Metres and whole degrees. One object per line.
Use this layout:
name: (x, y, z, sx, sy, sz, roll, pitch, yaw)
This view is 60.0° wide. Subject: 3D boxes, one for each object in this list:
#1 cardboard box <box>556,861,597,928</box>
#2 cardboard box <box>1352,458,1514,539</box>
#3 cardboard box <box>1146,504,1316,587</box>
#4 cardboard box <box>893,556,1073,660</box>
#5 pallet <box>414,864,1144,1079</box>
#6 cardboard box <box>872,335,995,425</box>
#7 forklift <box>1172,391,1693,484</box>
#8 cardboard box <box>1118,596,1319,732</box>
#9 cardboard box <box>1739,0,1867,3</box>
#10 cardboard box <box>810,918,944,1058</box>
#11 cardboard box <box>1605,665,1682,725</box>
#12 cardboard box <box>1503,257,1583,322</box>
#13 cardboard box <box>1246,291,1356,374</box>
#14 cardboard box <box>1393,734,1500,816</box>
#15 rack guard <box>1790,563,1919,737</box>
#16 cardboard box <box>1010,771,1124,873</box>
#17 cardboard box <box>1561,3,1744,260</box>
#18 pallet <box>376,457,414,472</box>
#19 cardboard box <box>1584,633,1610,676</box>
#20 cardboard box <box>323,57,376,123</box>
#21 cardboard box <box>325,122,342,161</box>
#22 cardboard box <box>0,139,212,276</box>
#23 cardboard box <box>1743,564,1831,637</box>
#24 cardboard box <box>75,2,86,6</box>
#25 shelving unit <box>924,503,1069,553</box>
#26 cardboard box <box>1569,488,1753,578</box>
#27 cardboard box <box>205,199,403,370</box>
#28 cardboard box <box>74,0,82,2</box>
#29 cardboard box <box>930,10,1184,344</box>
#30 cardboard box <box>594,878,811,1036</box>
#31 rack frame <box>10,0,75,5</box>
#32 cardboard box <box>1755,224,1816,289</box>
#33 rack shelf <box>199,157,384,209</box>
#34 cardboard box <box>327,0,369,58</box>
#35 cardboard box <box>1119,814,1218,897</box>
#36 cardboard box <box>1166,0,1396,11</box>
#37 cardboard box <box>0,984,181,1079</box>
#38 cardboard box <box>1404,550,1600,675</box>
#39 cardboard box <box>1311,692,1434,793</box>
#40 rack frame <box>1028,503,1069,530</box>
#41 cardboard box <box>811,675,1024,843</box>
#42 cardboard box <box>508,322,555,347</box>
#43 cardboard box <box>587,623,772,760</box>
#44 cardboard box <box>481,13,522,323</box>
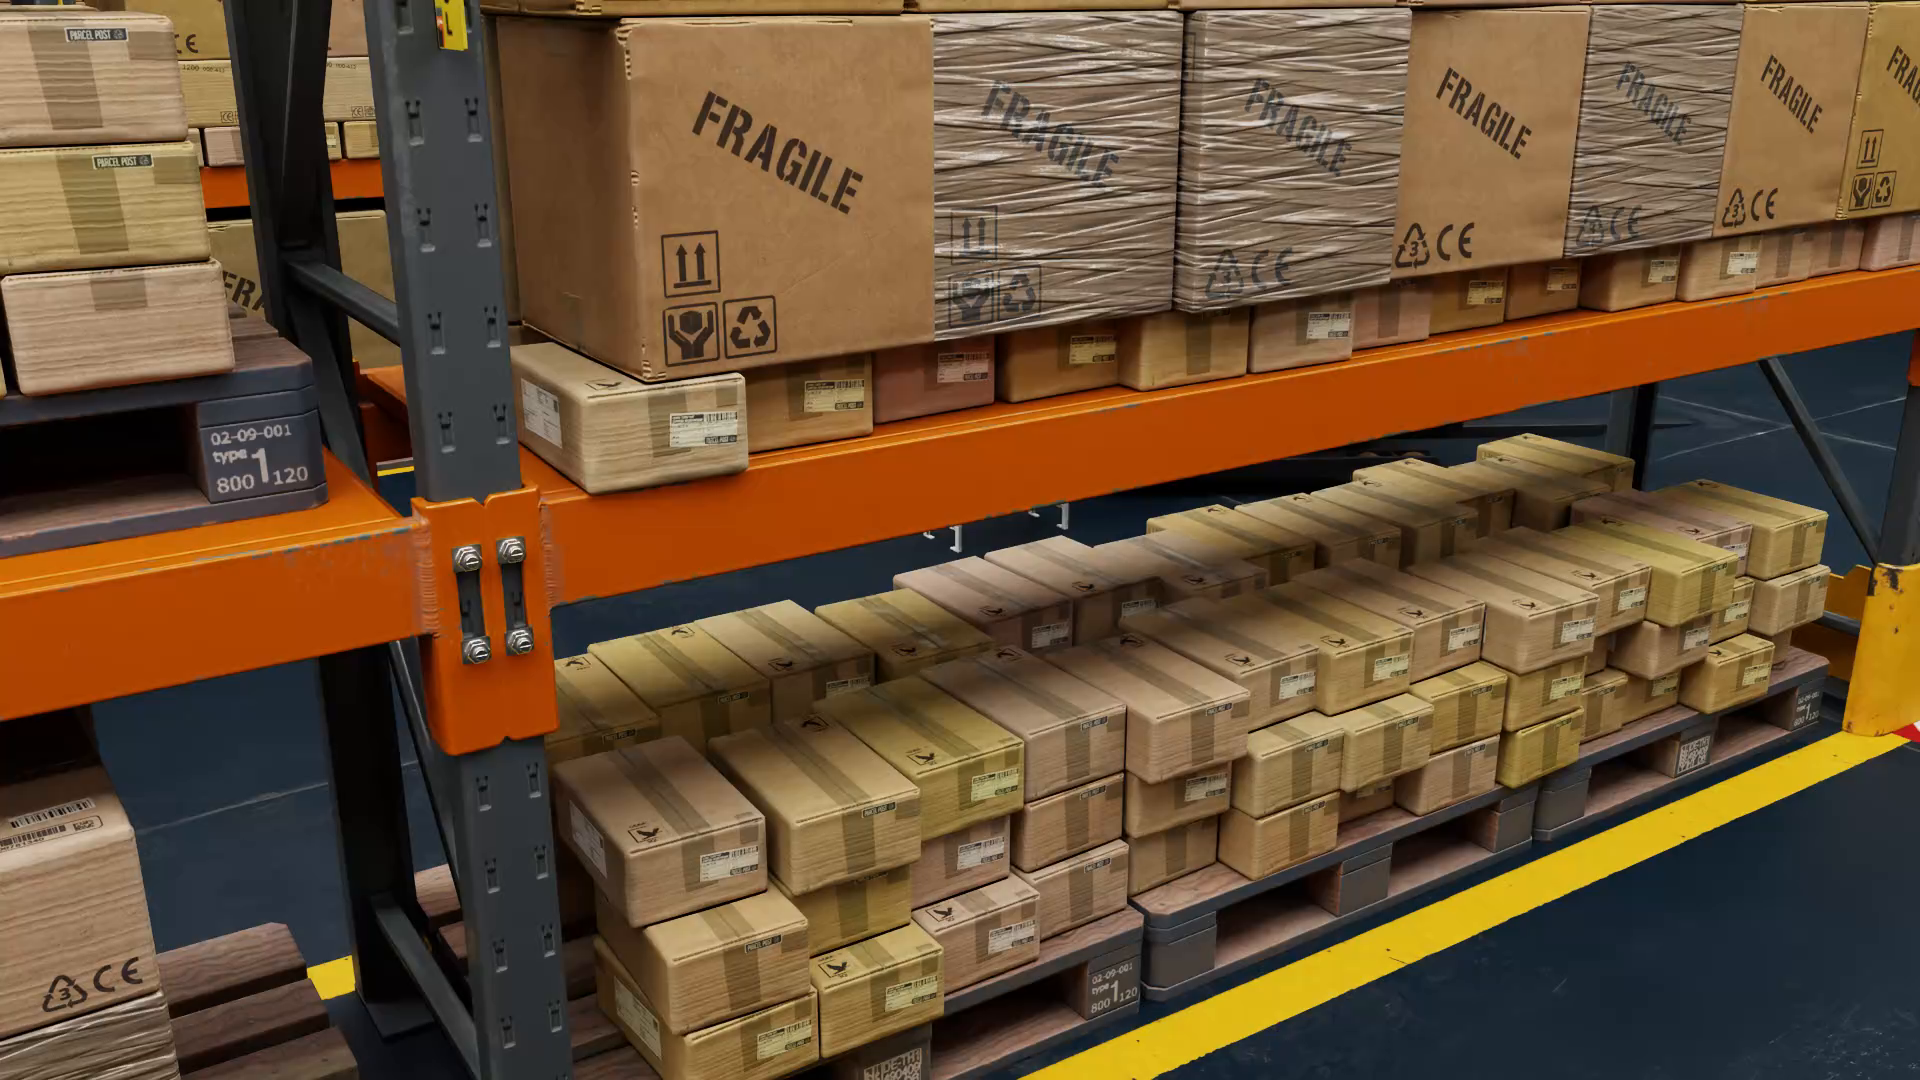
cardboard box: (-0.794, 0.631, 3.489, 0.250, 0.149, 0.380, -12, 22, -31)
cardboard box: (1.337, -0.103, 4.731, 0.250, 0.149, 0.380, -12, 22, -32)
cardboard box: (0.693, 0.044, 4.299, 0.250, 0.149, 0.380, -12, 22, -31)
cardboard box: (0.050, 0.179, 3.899, 0.250, 0.149, 0.380, -13, 23, -34)
pallet: (-0.393, 0.833, 3.451, 1.213, 0.211, 1.003, -12, 22, -31)
cardboard box: (-0.149, -0.330, 2.929, 0.250, 0.149, 0.380, -13, 23, -34)
forklift: (1.559, -1.747, 6.836, 3.031, 2.935, 1.130, -1, 19, -3)
cardboard box: (0.559, 0.269, 3.632, 0.250, 0.149, 0.380, -13, 23, -34)
cardboard box: (1.738, -1.490, 3.787, 0.500, 0.500, 0.500, -13, 23, -33)
cardboard box: (-0.231, 0.767, 3.090, 0.250, 0.149, 0.380, -11, 22, -30)
cardboard box: (1.654, 0.331, 4.377, 0.250, 0.149, 0.380, -12, 22, -32)
cardboard box: (1.165, -0.609, 3.756, 0.250, 0.149, 0.380, -13, 23, -34)
cardboard box: (0.555, -0.448, 3.280, 0.250, 0.149, 0.380, -11, 21, -29)
cardboard box: (1.037, 0.483, 3.929, 0.250, 0.149, 0.380, -11, 22, -30)
rack guard: (2.343, 0.133, 5.071, 0.348, 0.500, 1.175, -12, 22, -31)
cardboard box: (0.117, 0.504, 3.400, 0.250, 0.149, 0.380, -13, 23, -34)
cardboard box: (1.321, -0.924, 3.673, 0.500, 0.500, 0.500, -12, 22, -31)
pallet: (-2.900, -0.497, 7.384, 1.213, 0.211, 1.003, -12, 22, -31)
cardboard box: (1.408, 0.227, 4.220, 0.250, 0.149, 0.380, -12, 22, -32)
cardboard box: (-2.623, -1.873, 6.872, 0.500, 0.250, 0.500, -12, 22, -32)
cardboard box: (-2.709, -1.642, 6.809, 0.250, 0.149, 0.380, -11, 22, -30)
cardboard box: (-1.158, -0.458, 2.188, 0.250, 0.149, 0.380, -11, 22, -30)
cardboard box: (2.122, 0.115, 4.551, 0.250, 0.149, 0.380, -13, 22, -33)
cardboard box: (-8.022, -4.510, 14.746, 0.500, 0.500, 0.500, -11, 22, -30)
shelving unit: (0.138, -0.598, 6.139, 0.503, 1.200, 0.258, -12, 22, -31)
cardboard box: (1.862, -0.005, 4.442, 0.250, 0.149, 0.380, -11, 22, -30)
cardboard box: (-2.983, -0.992, 7.157, 0.875, 0.875, 0.875, -12, 22, -31)
cardboard box: (-8.044, -4.975, 14.559, 0.500, 0.500, 0.500, -13, 22, -33)
cardboard box: (0.027, -0.657, 2.885, 0.500, 0.500, 0.500, -12, 22, -31)
cardboard box: (-0.456, 0.672, 2.904, 0.250, 0.149, 0.380, -11, 21, -29)
rack frame: (-3.578, -1.705, 6.603, 0.127, 3.000, 1.000, -12, 22, -31)
cardboard box: (1.860, -0.731, 4.115, 0.250, 0.149, 0.380, -12, 22, -32)
rack shelf: (-1.908, -1.716, 7.760, 4.000, 0.370, 1.077, -12, 22, -31)
cardboard box: (-2.622, -2.230, 6.757, 0.500, 0.500, 0.500, -12, 22, -31)
cardboard box: (0.338, 0.594, 3.600, 0.250, 0.149, 0.380, -13, 23, -34)
cardboard box: (0.439, -1.212, 2.965, 0.500, 0.500, 0.500, -11, 22, -31)
cardboard box: (-1.414, 0.823, 2.374, 0.500, 0.500, 0.500, -12, 22, -32)
cardboard box: (1.271, 0.166, 3.938, 0.250, 0.149, 0.380, -11, 22, -29)
cardboard box: (0.825, 0.398, 3.715, 0.250, 0.149, 0.380, -12, 22, -31)
rack frame: (0.342, -0.641, 6.266, 0.015, 1.200, 0.240, -12, 22, -31)
cardboard box: (-0.086, 0.414, 3.203, 0.250, 0.149, 0.380, -12, 22, -32)
cardboard box: (-0.825, -0.354, 3.000, 0.250, 0.149, 0.380, -12, 22, -32)
cardboard box: (-0.589, 0.322, 3.476, 0.250, 0.149, 0.380, -12, 22, -31)
cardboard box: (-0.686, -0.709, 3.038, 0.500, 0.500, 0.500, -12, 22, -31)
